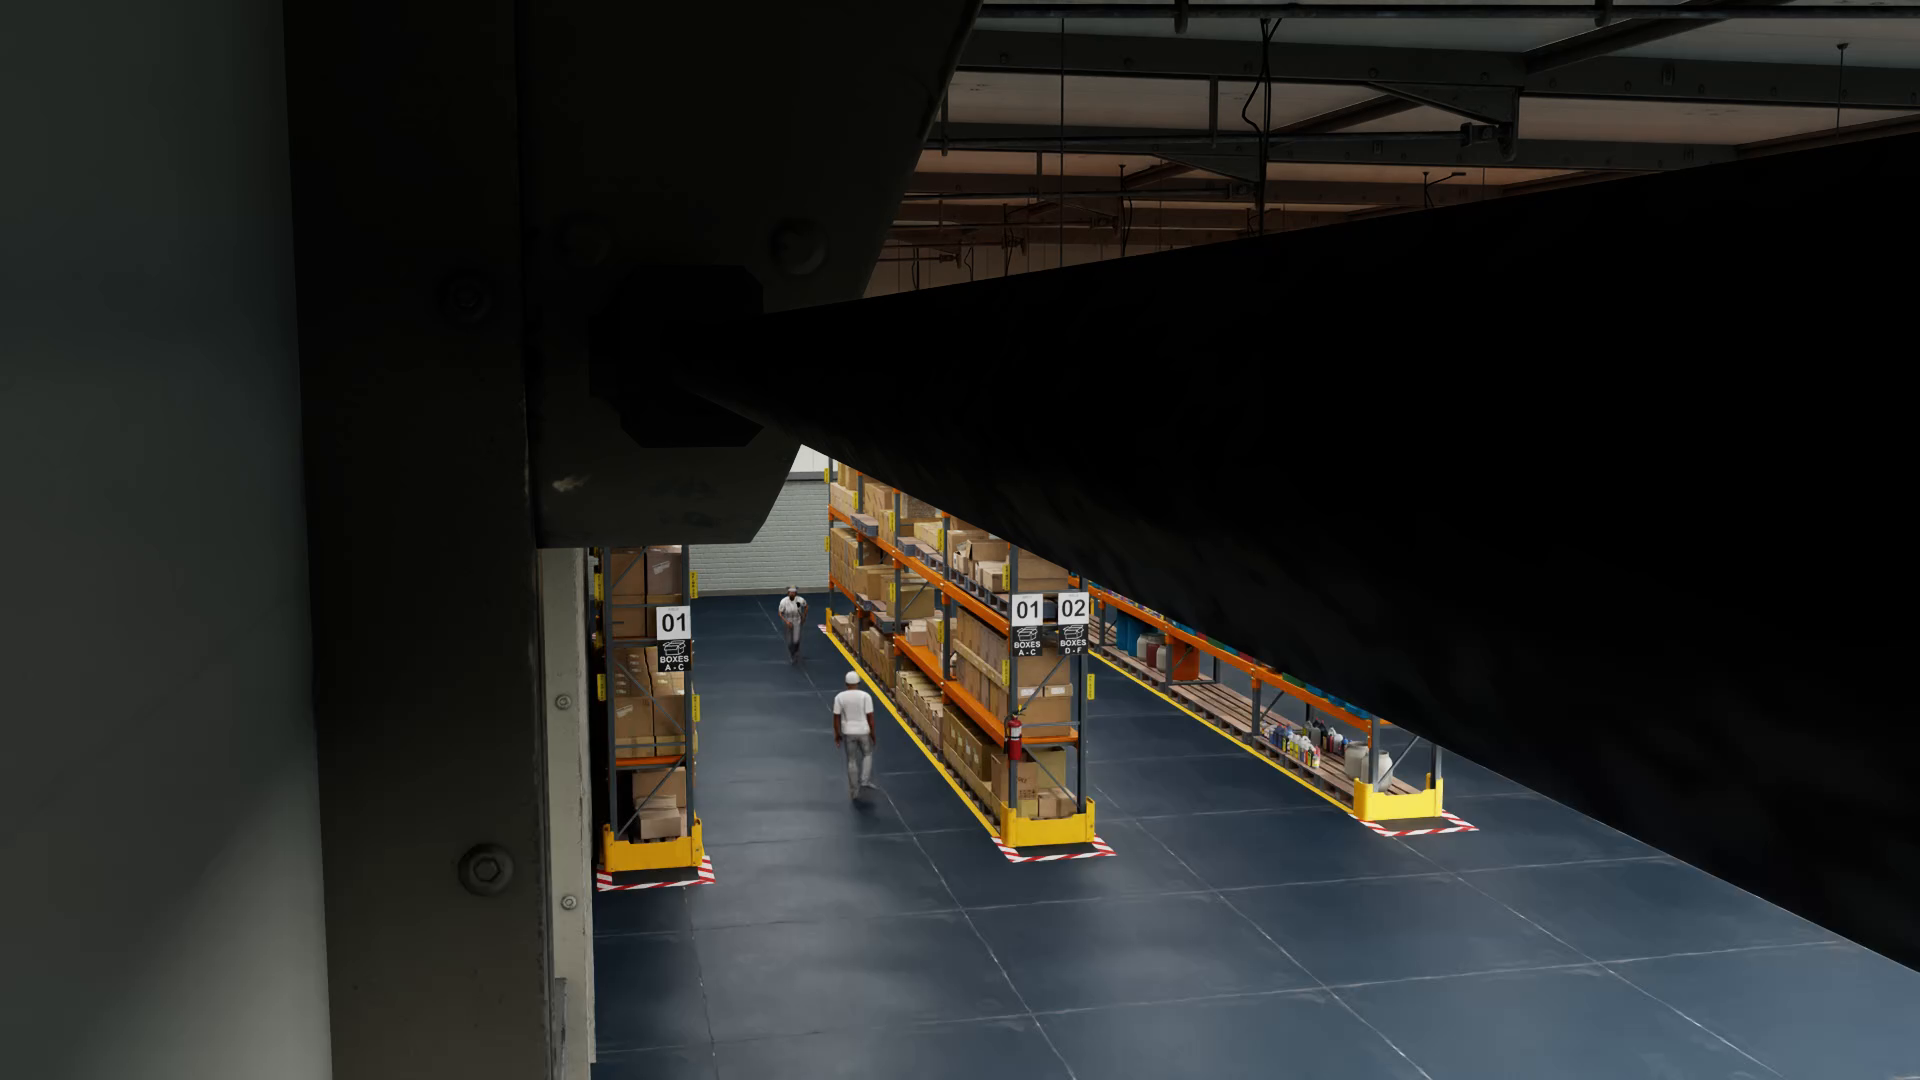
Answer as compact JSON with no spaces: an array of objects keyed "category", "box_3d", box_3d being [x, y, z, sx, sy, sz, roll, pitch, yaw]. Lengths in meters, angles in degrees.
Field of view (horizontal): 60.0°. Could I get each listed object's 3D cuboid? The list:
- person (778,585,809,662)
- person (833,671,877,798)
[{"category":"person","box_3d":[-3.281,1.649,32.782,0.581,1.607,0.731,0,7,-1]},{"category":"person","box_3d":[-1.467,2.701,23.205,0.600,1.757,0.489,0,7,-3]}]
